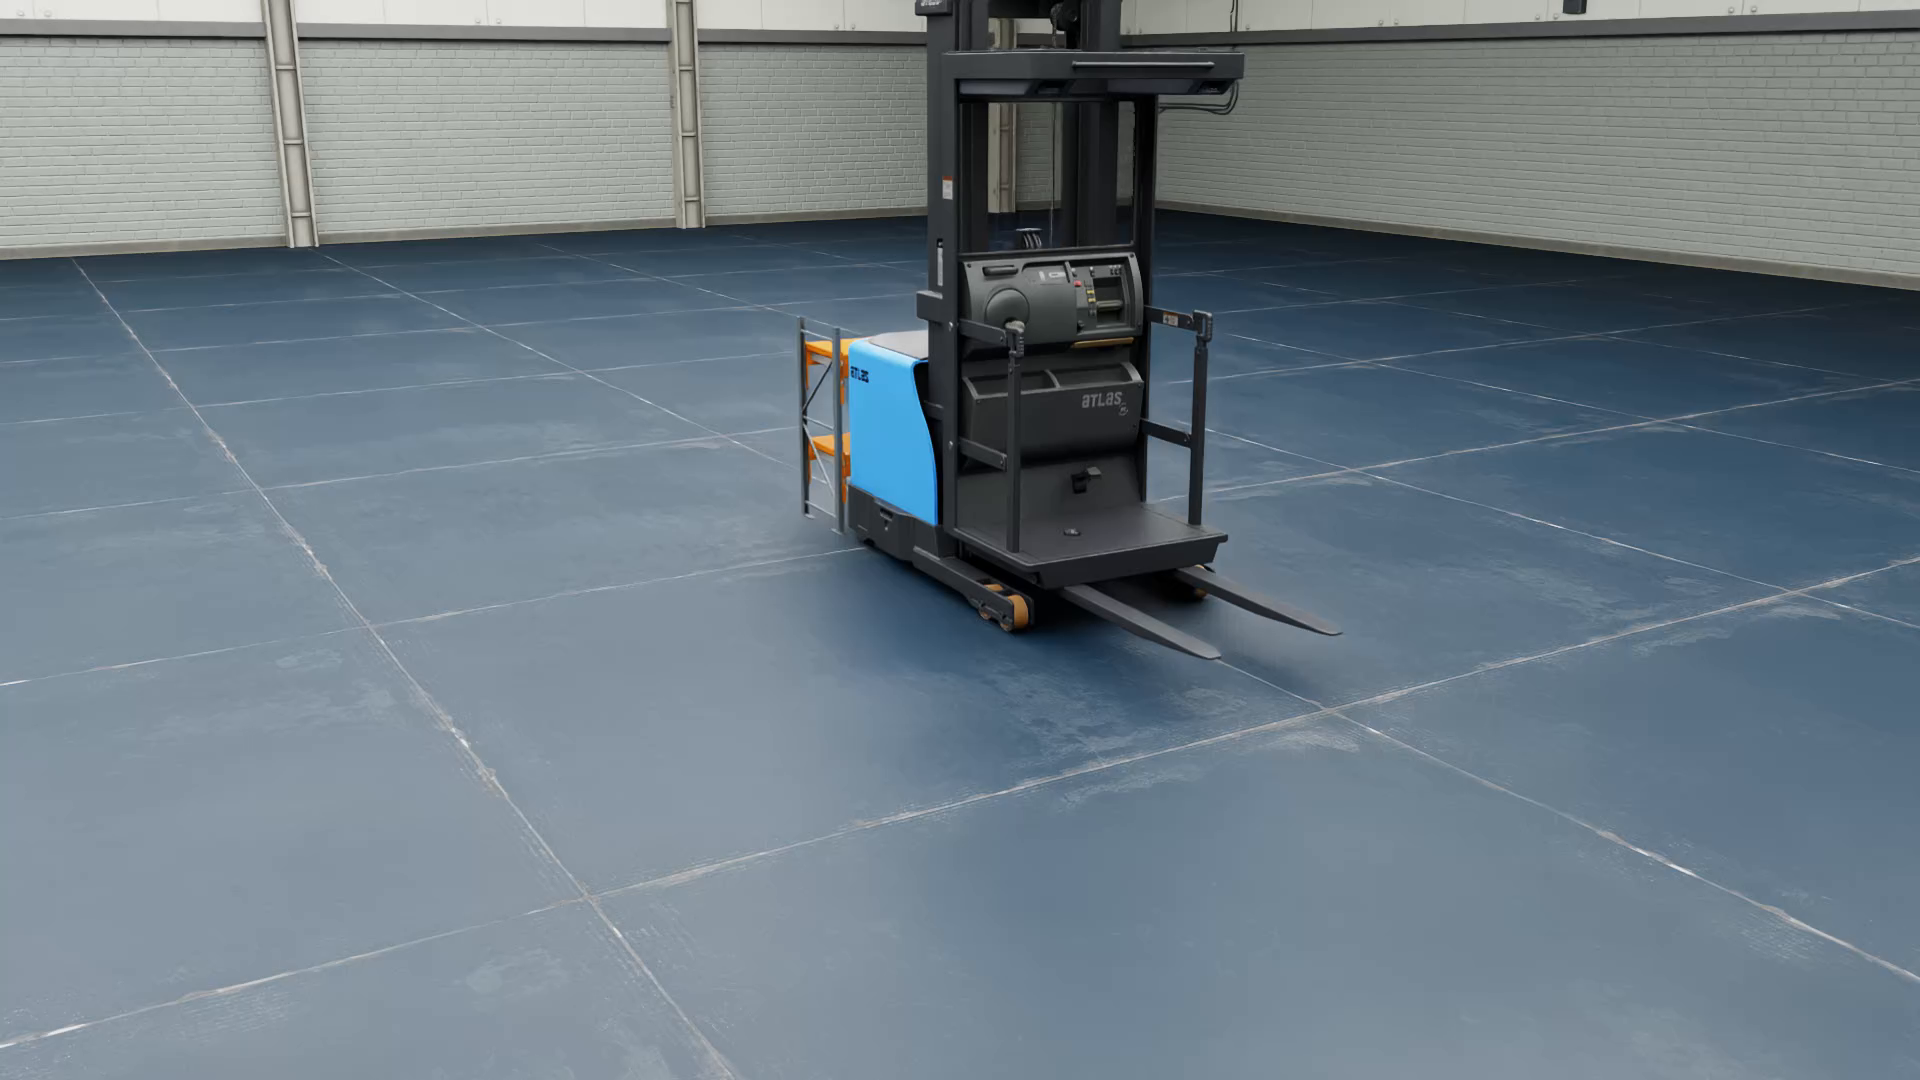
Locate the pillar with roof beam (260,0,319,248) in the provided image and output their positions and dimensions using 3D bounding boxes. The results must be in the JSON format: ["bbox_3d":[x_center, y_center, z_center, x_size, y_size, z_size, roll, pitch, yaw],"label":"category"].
[{"bbox_3d":[-7.316,-7.601,19.355,0.400,9.000,9.100,-9,18,-30],"label":"pillar with roof beam"}]

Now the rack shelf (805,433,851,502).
[{"bbox_3d":[-0.320,-0.463,9.383,1.000,0.278,0.538,-9,18,-28],"label":"rack shelf"}]

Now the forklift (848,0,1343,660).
[{"bbox_3d":[0.544,-1.139,7.542,1.130,2.935,3.031,-8,18,-27],"label":"forklift"}]

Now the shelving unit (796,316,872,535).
[{"bbox_3d":[-0.320,-0.698,9.317,1.048,1.125,0.538,-9,18,-28],"label":"shelving unit"}]

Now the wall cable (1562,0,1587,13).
[{"bbox_3d":[8.835,-9.808,20.926,0.169,6.003,2.305,-9,18,-30],"label":"wall cable"}]

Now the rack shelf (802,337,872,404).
[{"bbox_3d":[-0.320,-0.980,9.238,1.000,0.278,0.538,-9,18,-28],"label":"rack shelf"}]

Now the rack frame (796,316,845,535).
[{"bbox_3d":[-0.763,-0.631,9.077,0.032,1.125,0.500,-9,18,-28],"label":"rack frame"}]

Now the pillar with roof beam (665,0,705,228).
[{"bbox_3d":[-2.173,-8.435,22.330,0.400,9.000,9.100,-9,18,-30],"label":"pillar with roof beam"}]

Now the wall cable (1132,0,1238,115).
[{"bbox_3d":[3.959,-8.874,29.647,0.112,2.526,3.097,-9,18,-30],"label":"wall cable"}]

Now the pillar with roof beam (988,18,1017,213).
[{"bbox_3d":[2.970,-9.269,25.305,0.400,9.000,9.100,-9,18,-30],"label":"pillar with roof beam"}]
